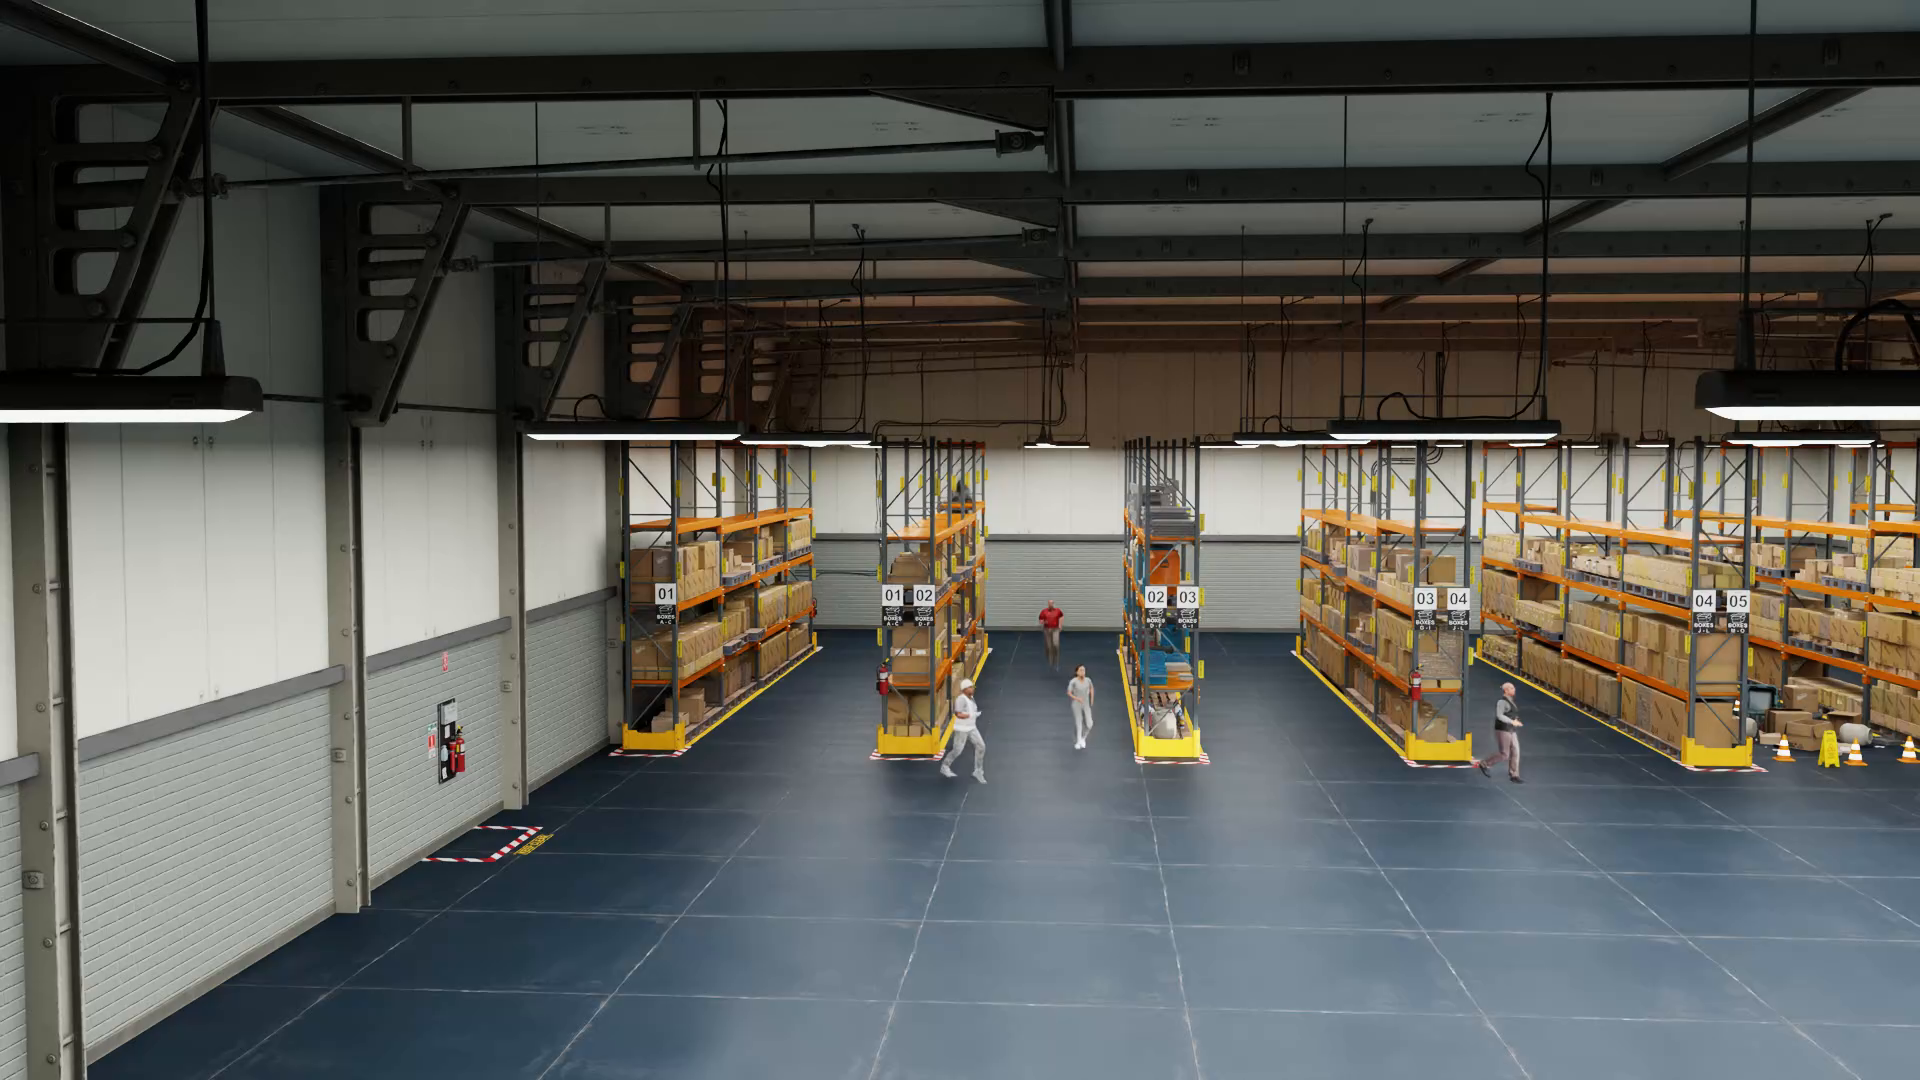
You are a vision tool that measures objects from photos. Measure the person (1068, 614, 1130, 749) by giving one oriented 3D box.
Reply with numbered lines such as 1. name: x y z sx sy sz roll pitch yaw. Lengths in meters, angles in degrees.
1. person: 3.287 2.908 37.197 5.679 1.634 10.257 -1 3 -18

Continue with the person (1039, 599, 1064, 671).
1. person: 2.322 2.401 42.358 0.639 1.799 0.792 0 3 4

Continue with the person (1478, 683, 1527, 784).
1. person: 9.439 3.329 28.813 0.815 1.738 0.563 2 4 35

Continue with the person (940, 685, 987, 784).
1. person: 11.951 2.236 32.353 17.531 3.597 19.238 2 4 31
